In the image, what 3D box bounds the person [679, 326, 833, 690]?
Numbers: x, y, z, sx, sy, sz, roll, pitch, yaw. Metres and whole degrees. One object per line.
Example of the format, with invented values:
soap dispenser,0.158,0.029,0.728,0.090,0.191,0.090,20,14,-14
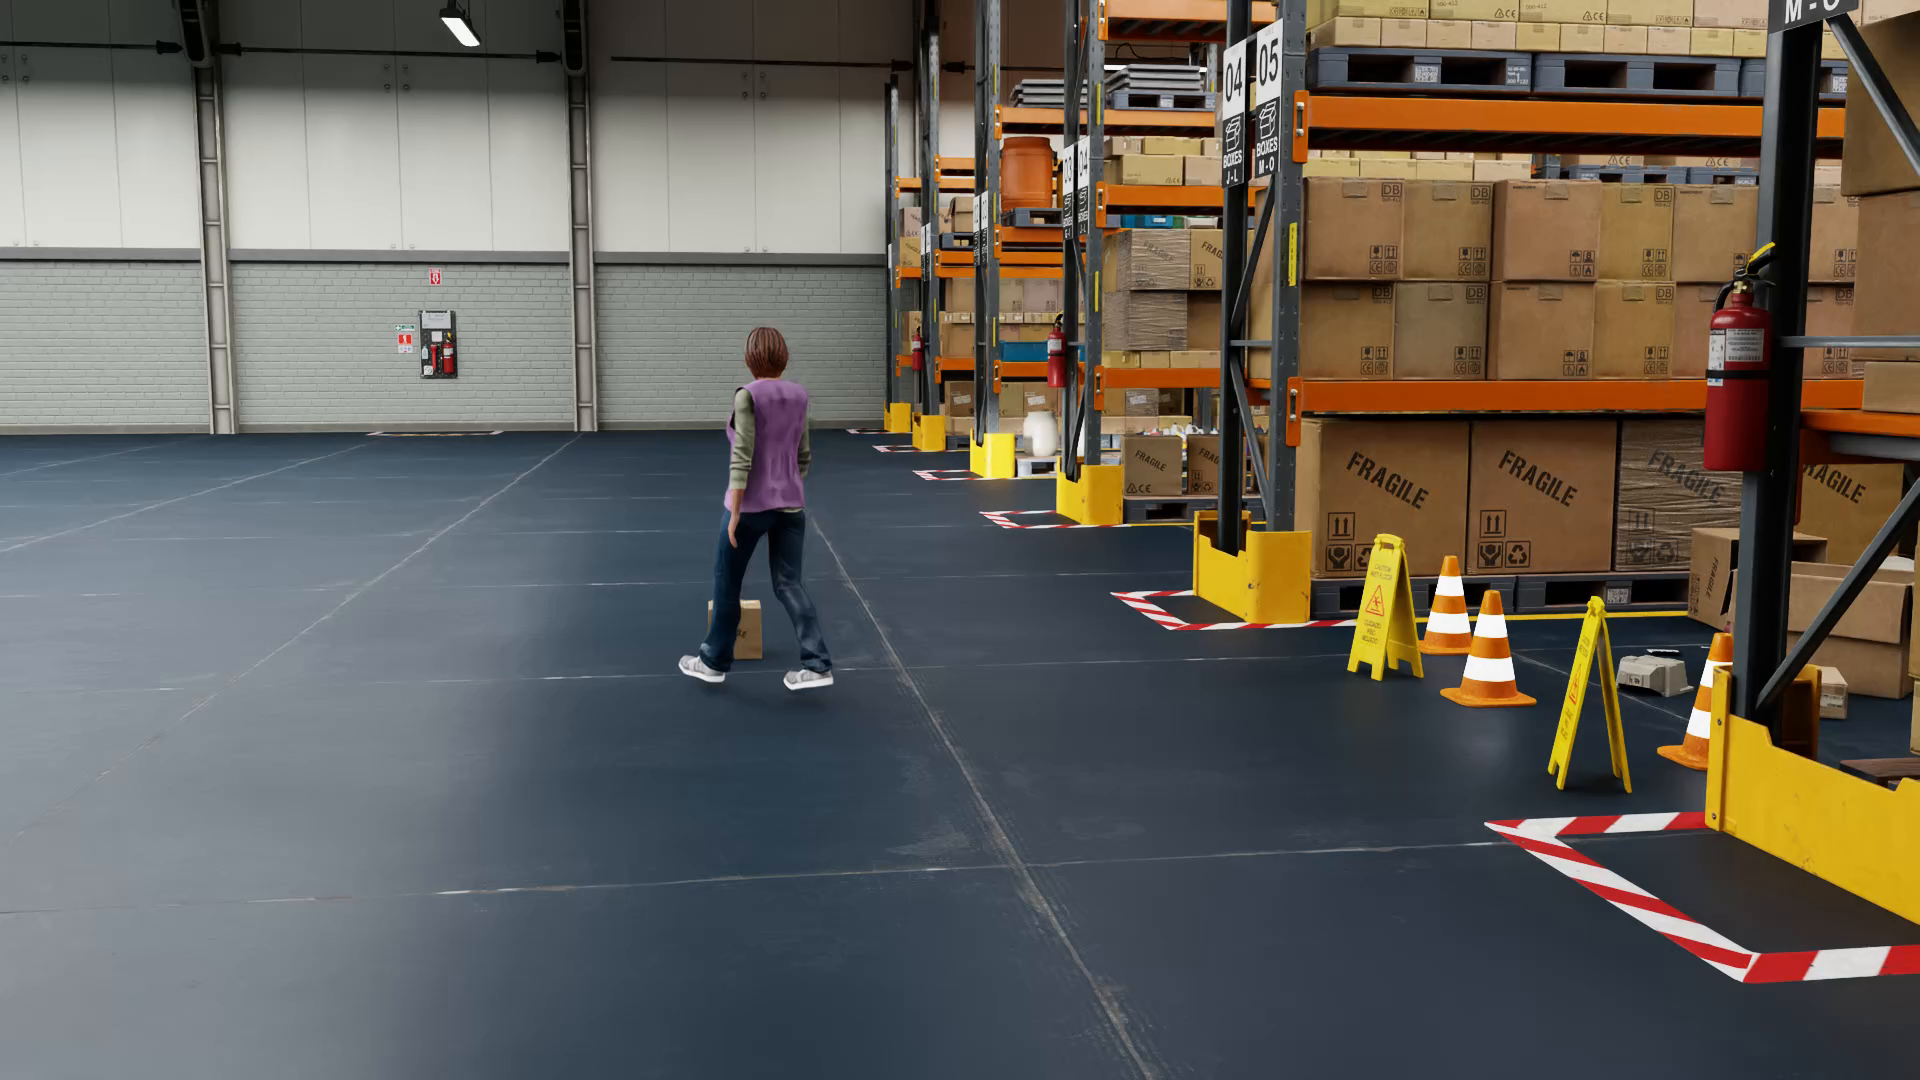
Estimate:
person,-0.856,-0.139,7.172,0.450,1.551,0.847,-5,9,-39
